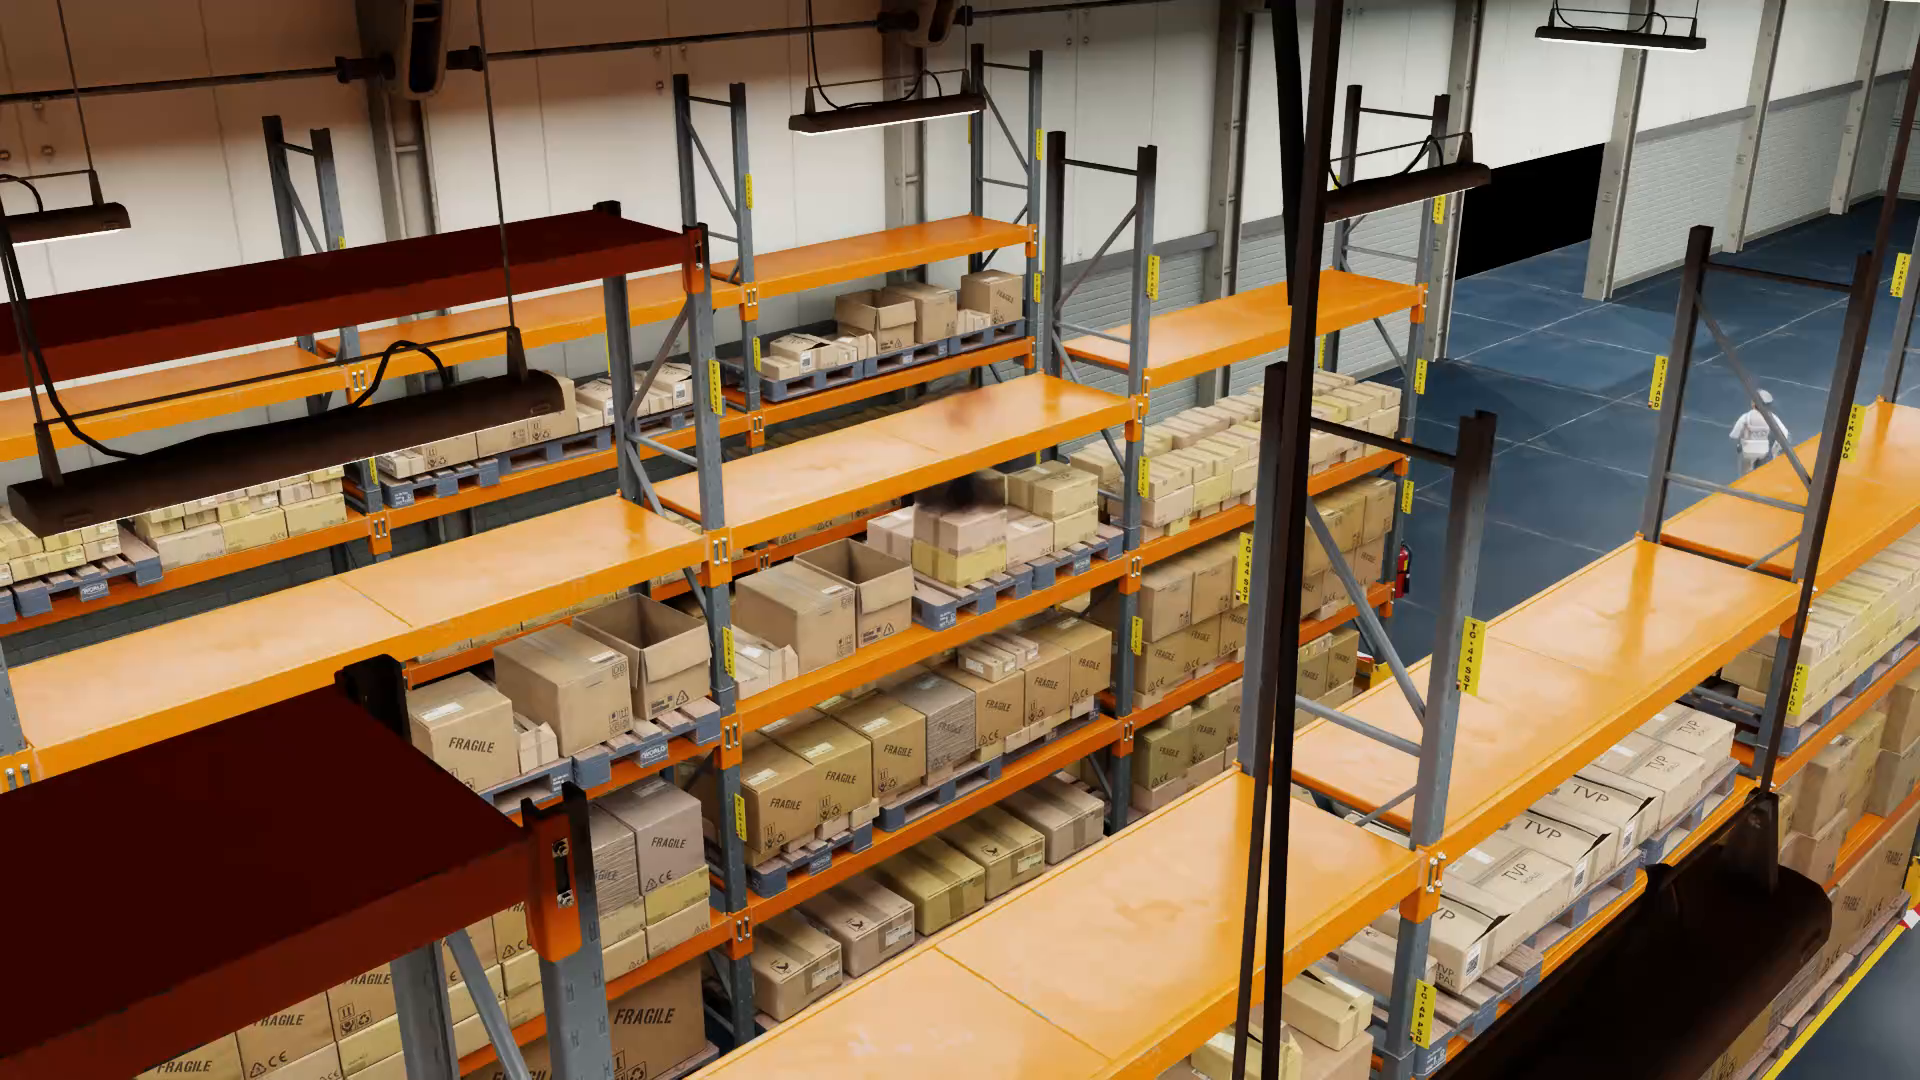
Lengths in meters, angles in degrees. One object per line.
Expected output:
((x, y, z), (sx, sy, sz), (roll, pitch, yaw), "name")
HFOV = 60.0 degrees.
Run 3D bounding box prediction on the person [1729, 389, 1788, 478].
((10.132, -1.089, 21.296), (0.572, 1.714, 0.783), (-3, 23, -7), "person")
